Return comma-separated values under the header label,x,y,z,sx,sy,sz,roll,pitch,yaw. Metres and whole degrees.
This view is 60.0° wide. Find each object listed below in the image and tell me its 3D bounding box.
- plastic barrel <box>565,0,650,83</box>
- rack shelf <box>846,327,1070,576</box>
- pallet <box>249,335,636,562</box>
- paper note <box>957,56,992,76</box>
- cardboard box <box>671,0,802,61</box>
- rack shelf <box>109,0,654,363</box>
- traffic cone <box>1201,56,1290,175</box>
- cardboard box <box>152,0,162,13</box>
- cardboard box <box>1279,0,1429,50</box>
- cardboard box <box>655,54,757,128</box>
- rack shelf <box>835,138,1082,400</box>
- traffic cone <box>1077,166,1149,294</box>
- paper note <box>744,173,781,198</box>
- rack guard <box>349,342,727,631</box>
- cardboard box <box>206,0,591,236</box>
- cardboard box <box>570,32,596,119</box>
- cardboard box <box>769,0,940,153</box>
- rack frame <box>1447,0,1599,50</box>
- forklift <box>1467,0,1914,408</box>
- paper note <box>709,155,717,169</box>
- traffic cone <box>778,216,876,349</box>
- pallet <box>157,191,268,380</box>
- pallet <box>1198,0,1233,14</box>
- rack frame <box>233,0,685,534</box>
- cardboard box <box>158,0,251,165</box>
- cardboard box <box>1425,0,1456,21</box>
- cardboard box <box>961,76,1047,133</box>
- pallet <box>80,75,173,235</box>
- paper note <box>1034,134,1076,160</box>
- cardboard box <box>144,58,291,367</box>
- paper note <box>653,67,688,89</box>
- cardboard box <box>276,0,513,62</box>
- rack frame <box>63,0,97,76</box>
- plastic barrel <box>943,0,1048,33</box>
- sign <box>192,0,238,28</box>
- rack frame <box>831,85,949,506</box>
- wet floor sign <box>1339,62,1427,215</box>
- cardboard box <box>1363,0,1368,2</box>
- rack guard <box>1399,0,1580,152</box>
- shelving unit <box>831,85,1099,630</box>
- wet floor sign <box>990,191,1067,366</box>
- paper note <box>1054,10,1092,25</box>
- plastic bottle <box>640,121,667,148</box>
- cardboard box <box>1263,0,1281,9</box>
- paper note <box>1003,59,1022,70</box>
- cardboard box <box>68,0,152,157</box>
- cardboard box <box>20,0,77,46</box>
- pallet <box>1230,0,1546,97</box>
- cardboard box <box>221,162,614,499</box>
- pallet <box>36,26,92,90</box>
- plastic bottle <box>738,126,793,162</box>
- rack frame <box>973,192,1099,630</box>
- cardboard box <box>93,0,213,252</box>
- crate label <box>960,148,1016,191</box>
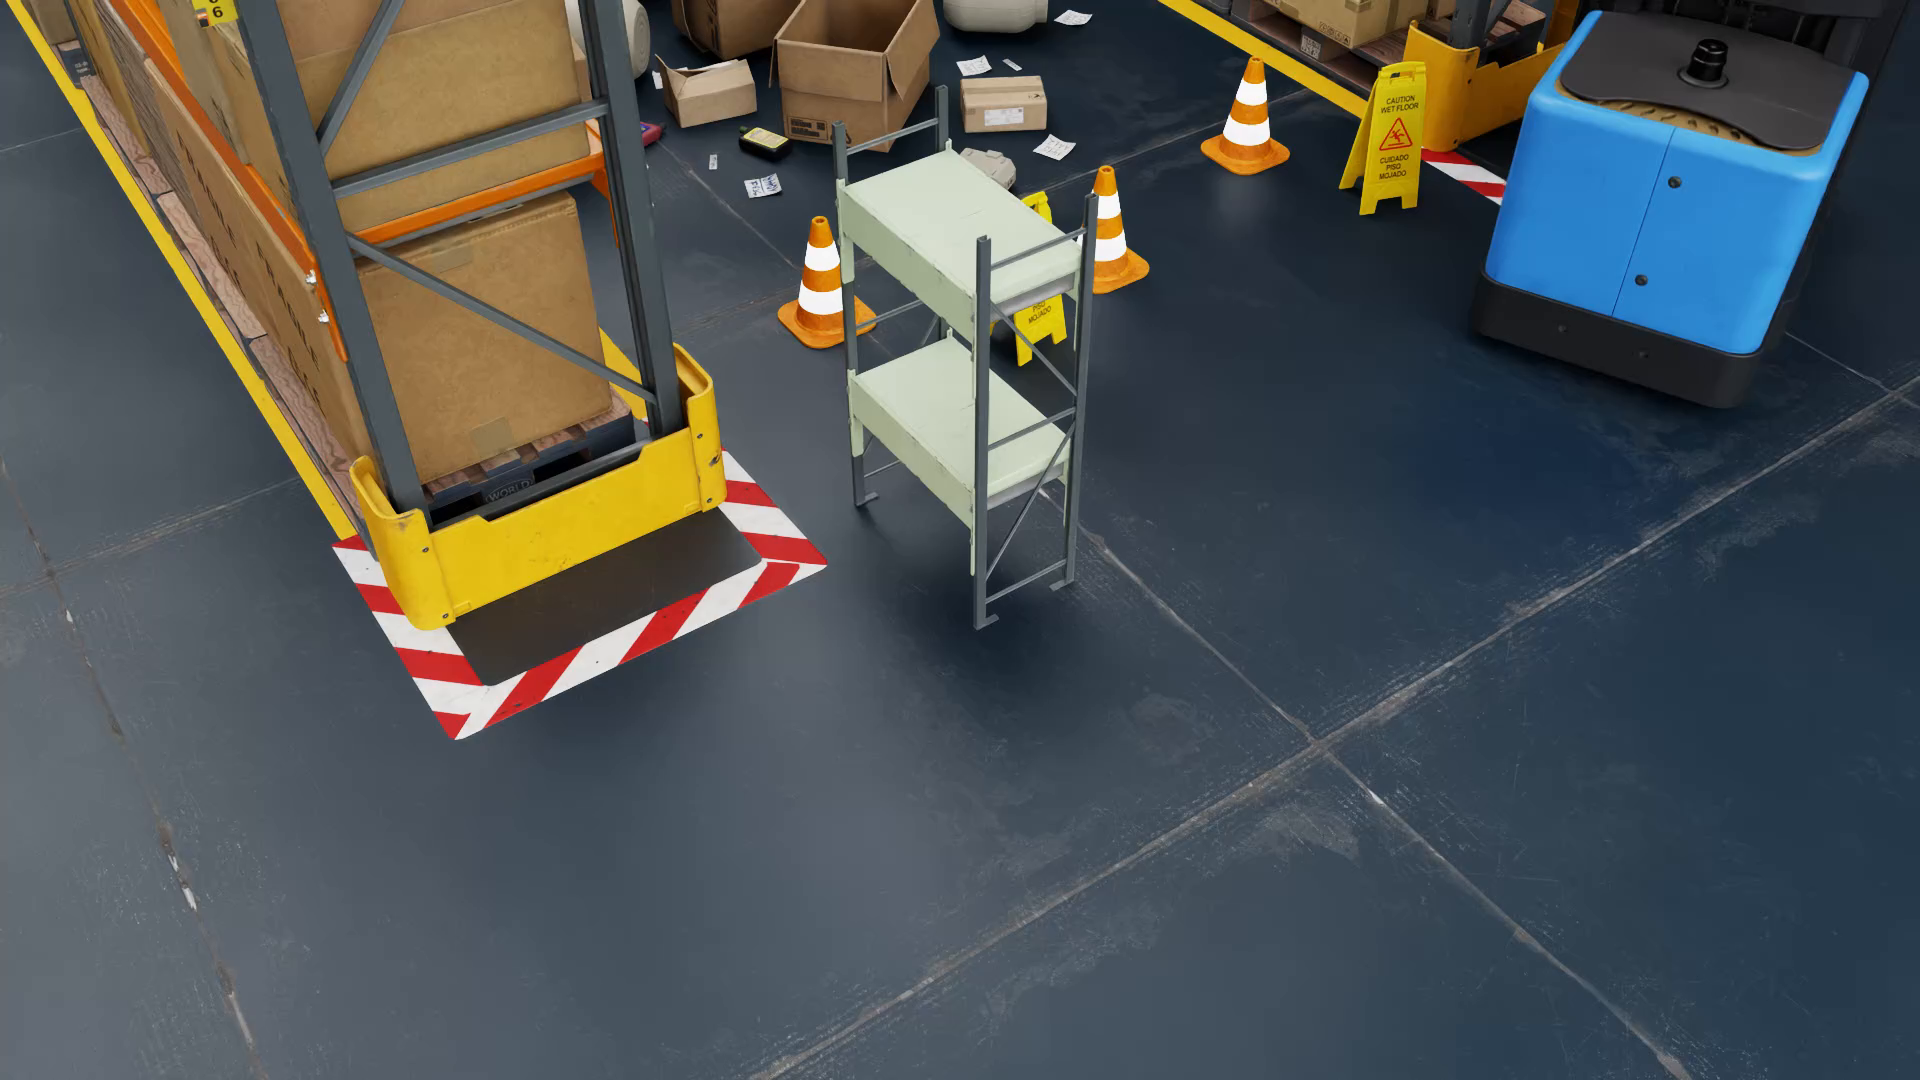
label,x,y,z,sx,sy,sz,roll,pitch,yaw
plastic barrel,-1.775,-2.409,7.967,0.512,0.421,0.421,4,44,4
rack shelf,0.004,-0.303,5.453,0.431,0.370,0.720,-26,49,-24
pallet,-1.916,-0.526,6.148,1.003,0.211,1.213,-26,49,-24
paper note,0.072,-2.336,8.184,0.148,0.019,0.142,-10,45,-11
cardboard box,-1.015,-2.792,8.212,0.797,0.637,0.503,-26,49,-24
rack shelf,-2.538,-1.985,6.178,1.077,0.370,4.000,-26,49,-24
traffic cone,1.304,-1.941,7.449,0.336,0.463,0.334,-26,49,-24
cardboard box,-2.531,-2.312,5.891,0.875,0.550,0.500,-26,49,-24
cardboard box,1.911,-2.648,8.038,0.500,0.250,0.500,-26,49,-25
cardboard box,-1.188,-2.143,7.803,0.396,0.266,0.258,-18,46,-18
rack shelf,0.004,-0.821,4.959,0.431,0.370,0.720,-26,49,-24
traffic cone,0.588,-1.310,6.788,0.336,0.463,0.334,-26,49,-24
paper note,-0.875,-1.573,7.377,0.144,0.017,0.142,-10,45,-11
rack guard,-1.380,-0.195,5.592,1.175,0.500,0.348,-26,49,-24
cardboard box,-1.644,-1.359,4.893,0.875,0.550,0.550,-26,49,-24
cardboard box,-1.953,-2.001,7.482,0.500,0.500,0.500,-18,46,-18
cardboard box,-0.473,-2.217,7.708,0.637,0.503,0.797,11,45,11
rack frame,2.608,-3.125,6.851,1.000,3.000,0.127,-26,49,-24
forklift,3.191,-2.549,6.298,1.130,2.935,3.031,23,48,22
paper note,-1.119,-1.714,7.538,0.032,0.001,0.123,-3,44,-4
traffic cone,-0.533,-1.057,6.522,0.336,0.463,0.334,-26,49,-24
pallet,-2.610,-1.216,6.871,1.003,0.211,1.213,-26,49,-24
pallet,1.435,-3.324,9.079,1.003,0.211,1.213,-26,49,-24
rack frame,-1.394,-1.112,4.743,1.000,3.000,0.127,-26,49,-24
cardboard box,-1.976,-1.662,5.210,0.875,0.550,0.550,-26,49,-24
cardboard box,2.373,-2.849,8.249,0.500,0.250,0.500,-26,49,-25
cardboard box,0.202,-2.038,7.777,0.380,0.149,0.250,-3,44,-4
pallet,-3.312,-1.908,7.595,1.003,0.211,1.213,-26,49,-24
paper note,0.435,-1.800,7.614,0.142,0.019,0.148,26,49,25
cardboard box,-2.341,-1.351,6.228,0.875,0.875,0.875,-26,50,-25
paper note,-1.405,-2.255,8.096,0.172,0.023,0.155,-10,45,-11
cardboard box,-1.575,-1.783,4.555,0.875,0.550,0.550,-26,49,-24
rack frame,-3.682,-3.378,7.116,1.000,3.000,0.127,-26,49,-24
plastic barrel,0.185,-2.765,8.340,0.512,0.421,0.421,4,44,4
sign,-1.847,-1.410,4.045,0.100,0.325,0.005,-26,49,-24
rack frame,-0.206,-0.746,5.445,0.400,1.500,0.023,-26,49,-24
wet floor sign,1.839,-1.743,7.109,0.267,0.644,0.232,-10,45,-11
cardboard box,1.936,-2.904,7.764,0.500,0.500,0.500,-25,49,-24
rack guard,2.565,-2.264,7.759,1.175,0.500,0.348,-26,49,-24
shelving unit,0.004,-0.539,5.228,0.431,1.500,0.755,-26,49,-24
wet floor sign,0.246,-1.027,6.358,0.267,0.644,0.232,-35,53,-31
paper note,0.584,-2.685,8.540,0.148,0.019,0.142,26,49,25
plastic bottle,-1.485,-1.857,7.651,0.133,0.061,0.283,26,49,25
cardboard box,1.635,-2.930,8.335,0.500,0.250,0.500,-26,49,-24
paper note,0.258,-2.343,8.197,0.032,0.001,0.123,-26,49,-24
cardboard box,-3.380,-2.377,7.303,0.875,0.875,0.875,-25,49,-24
cardboard box,-4.111,-3.032,8.079,1.050,0.750,0.750,-26,49,-25
pallet,2.129,-2.634,8.356,1.003,0.211,1.213,-26,49,-24
cardboard box,-1.836,-0.854,5.707,0.875,0.875,0.875,-25,49,-24
pallet,-4.186,-2.777,8.506,1.003,0.211,1.213,-26,49,-24
plastic bottle,-0.917,-1.824,7.616,0.283,0.061,0.133,26,49,25
rack frame,0.213,-0.331,5.011,0.400,1.500,0.023,-26,49,-24
cardboard box,-2.861,-1.868,6.769,0.875,0.875,0.875,-25,49,-24
crate label,0.087,-1.613,7.341,0.298,0.136,0.250,18,47,18
